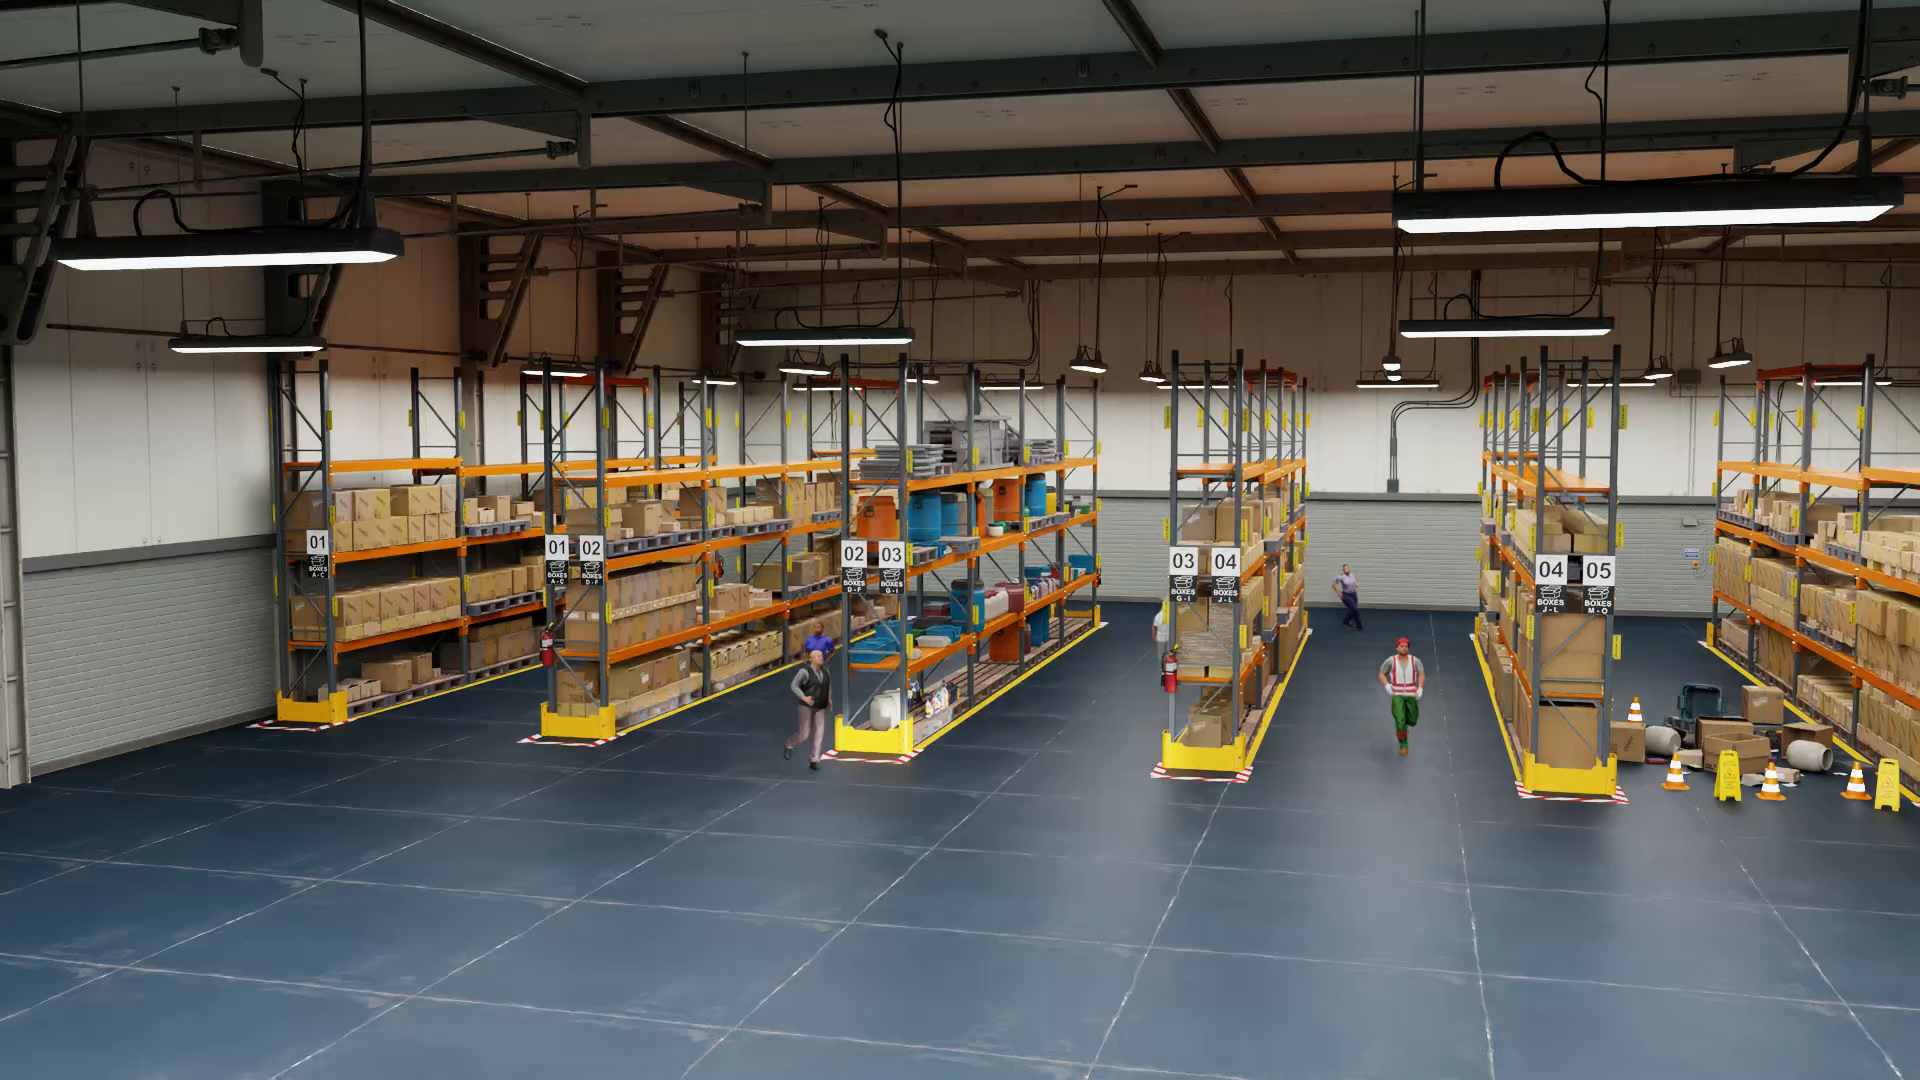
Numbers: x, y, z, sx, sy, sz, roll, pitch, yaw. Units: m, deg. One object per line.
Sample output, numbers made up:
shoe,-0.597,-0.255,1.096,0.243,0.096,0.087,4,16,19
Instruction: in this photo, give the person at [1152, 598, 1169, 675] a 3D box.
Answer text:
person,3.929,1.916,31.598,0.583,1.662,0.558,1,4,12

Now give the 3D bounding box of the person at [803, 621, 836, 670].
person,-2.395,2.182,28.229,0.583,1.615,0.558,1,4,10

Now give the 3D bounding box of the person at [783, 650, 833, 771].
person,-2.097,2.433,24.037,0.714,1.675,0.890,-3,5,-35

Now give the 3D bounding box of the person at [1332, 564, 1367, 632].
person,9.252,1.414,39.554,0.628,1.614,0.740,-3,5,-37

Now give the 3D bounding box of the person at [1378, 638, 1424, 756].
person,6.683,2.340,25.155,0.673,1.740,0.770,0,4,2
